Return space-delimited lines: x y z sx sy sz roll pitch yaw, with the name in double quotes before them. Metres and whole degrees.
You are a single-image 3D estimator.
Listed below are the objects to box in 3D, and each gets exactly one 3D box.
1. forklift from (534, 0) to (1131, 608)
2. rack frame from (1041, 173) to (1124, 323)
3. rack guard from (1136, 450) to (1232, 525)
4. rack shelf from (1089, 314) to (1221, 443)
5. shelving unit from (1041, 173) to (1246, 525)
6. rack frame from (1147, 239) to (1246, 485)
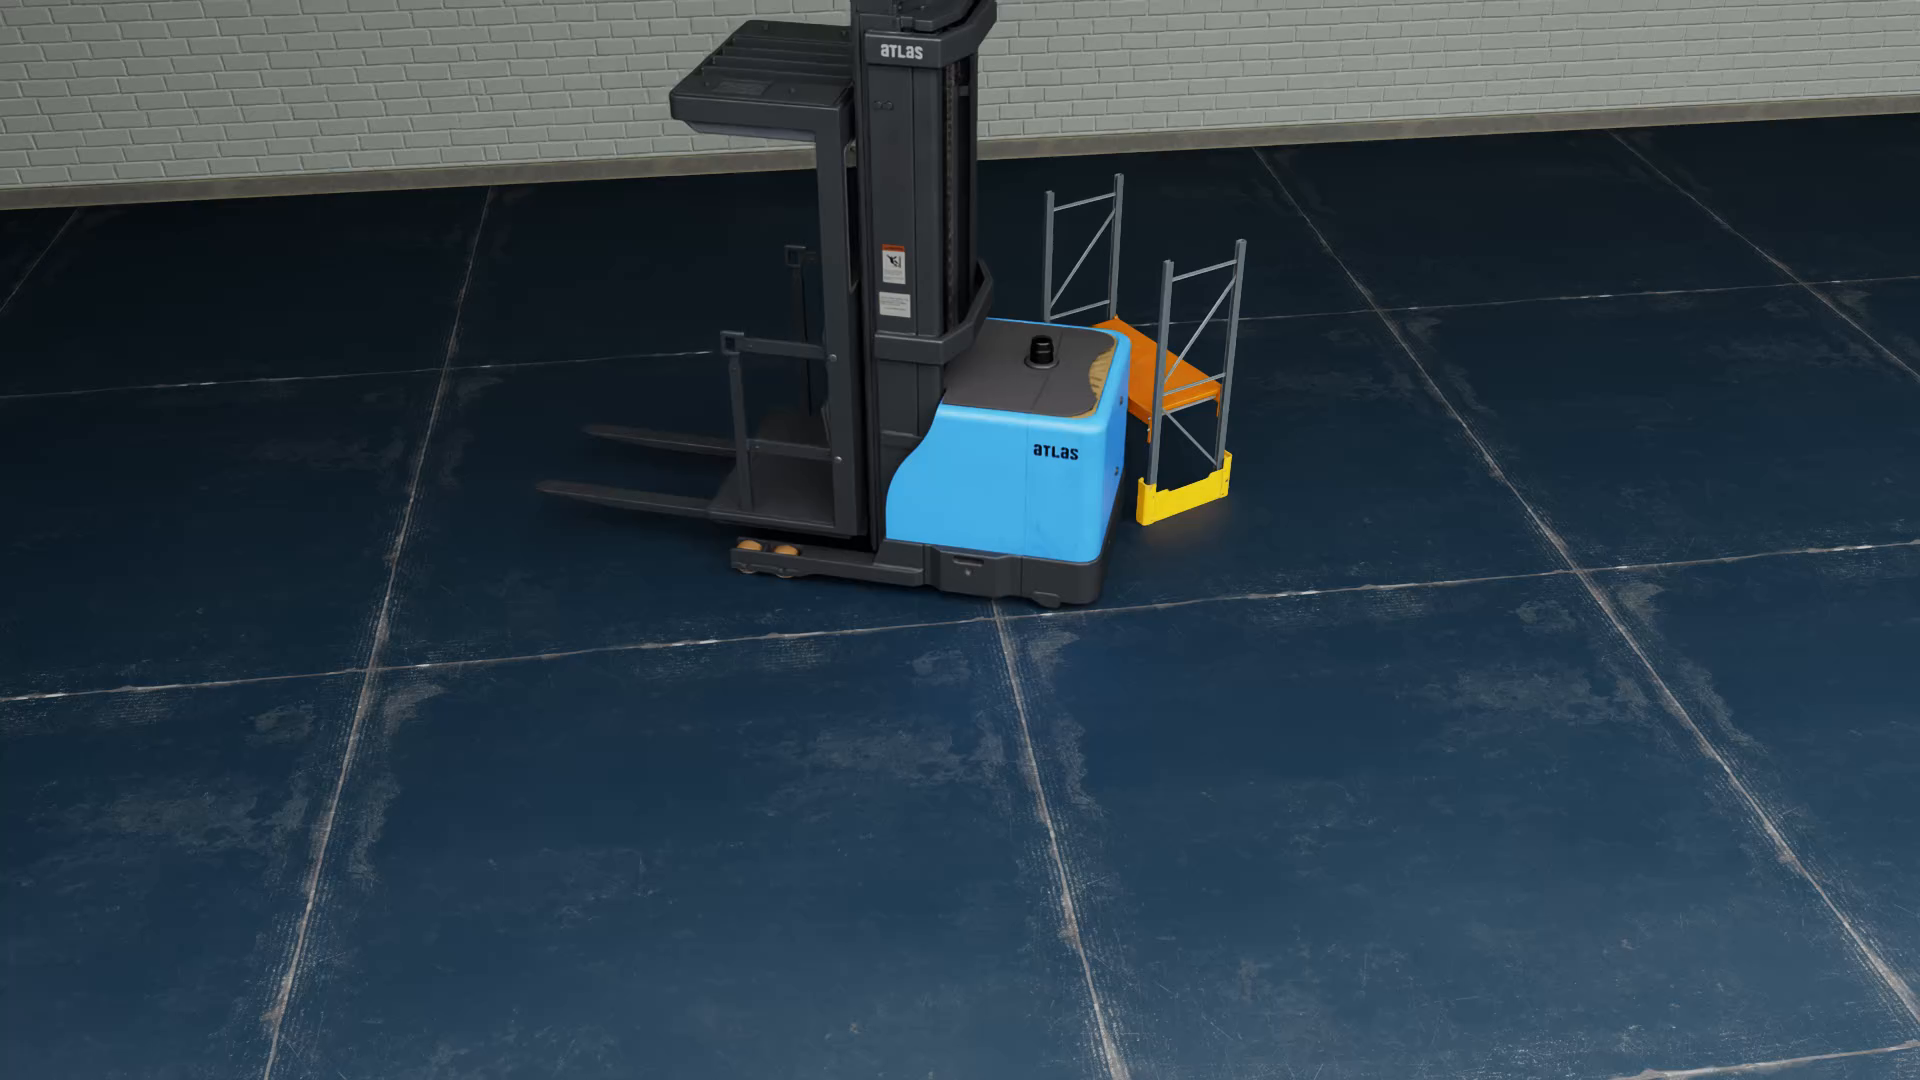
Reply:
"forklift" -0.695 -1.299 8.053 3.031 2.935 1.130 7 35 10
"rack frame" 0.666 -1.285 9.304 0.500 1.500 0.032 -19 39 -26
"rack guard" 1.205 -0.284 8.945 0.587 0.250 0.087 -19 39 -26
"rack shelf" 0.936 -0.894 9.049 0.538 0.185 1.000 -19 39 -26
"shelving unit" 0.941 -1.038 8.942 0.587 1.500 1.083 -19 39 -26
"rack frame" 1.206 -0.800 8.592 0.500 1.500 0.032 -19 39 -26
